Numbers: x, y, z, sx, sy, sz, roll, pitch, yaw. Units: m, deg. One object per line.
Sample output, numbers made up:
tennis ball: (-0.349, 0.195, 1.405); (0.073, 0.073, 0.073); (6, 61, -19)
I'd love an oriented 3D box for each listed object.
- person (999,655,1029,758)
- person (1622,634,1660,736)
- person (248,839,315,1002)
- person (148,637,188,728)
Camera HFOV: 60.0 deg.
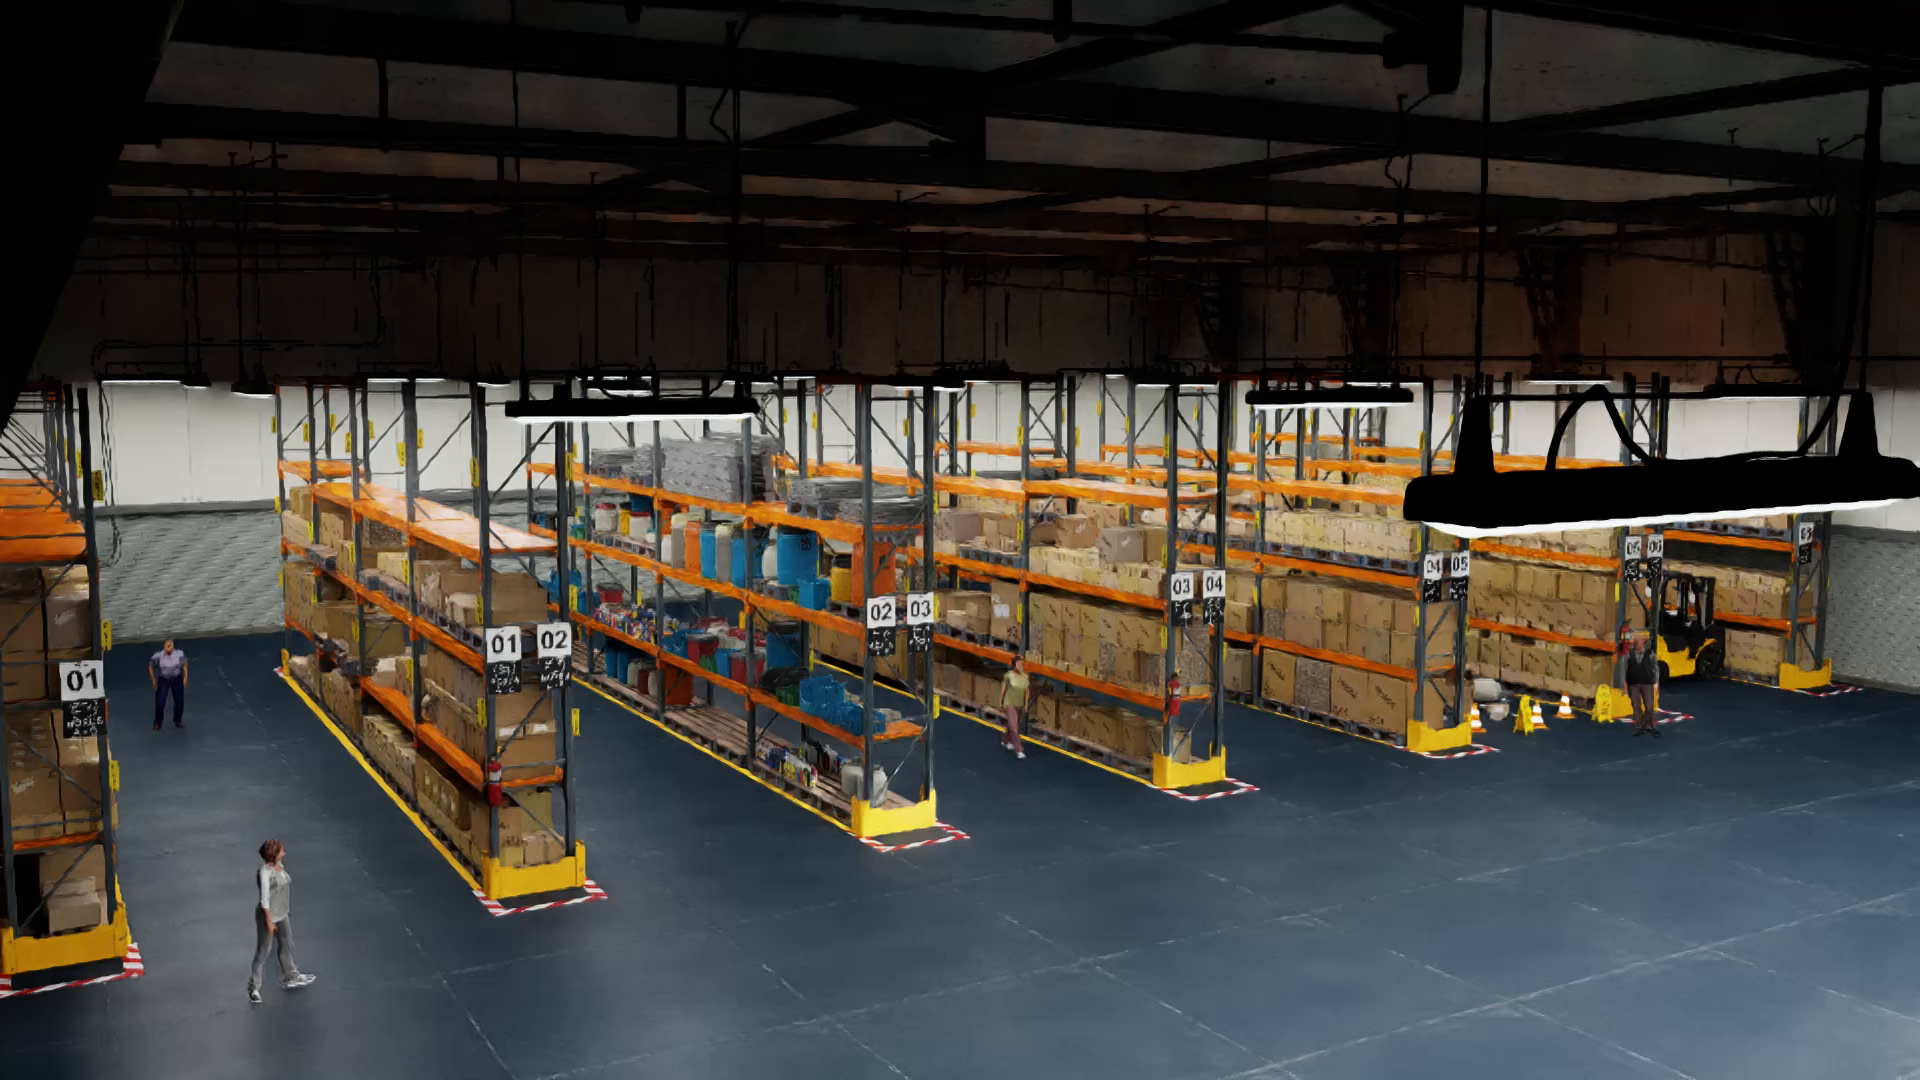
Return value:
person: (0.912, 2.616, 26.540); (0.452, 1.585, 1.098); (-3, 7, -27)
person: (11.421, 2.424, 27.845); (0.636, 1.714, 0.402); (3, 7, 29)
person: (-6.797, 3.726, 16.505); (0.495, 1.588, 0.624); (0, 6, 2)
person: (-13.542, 2.435, 28.472); (0.625, 1.596, 0.517); (-4, 7, -32)
